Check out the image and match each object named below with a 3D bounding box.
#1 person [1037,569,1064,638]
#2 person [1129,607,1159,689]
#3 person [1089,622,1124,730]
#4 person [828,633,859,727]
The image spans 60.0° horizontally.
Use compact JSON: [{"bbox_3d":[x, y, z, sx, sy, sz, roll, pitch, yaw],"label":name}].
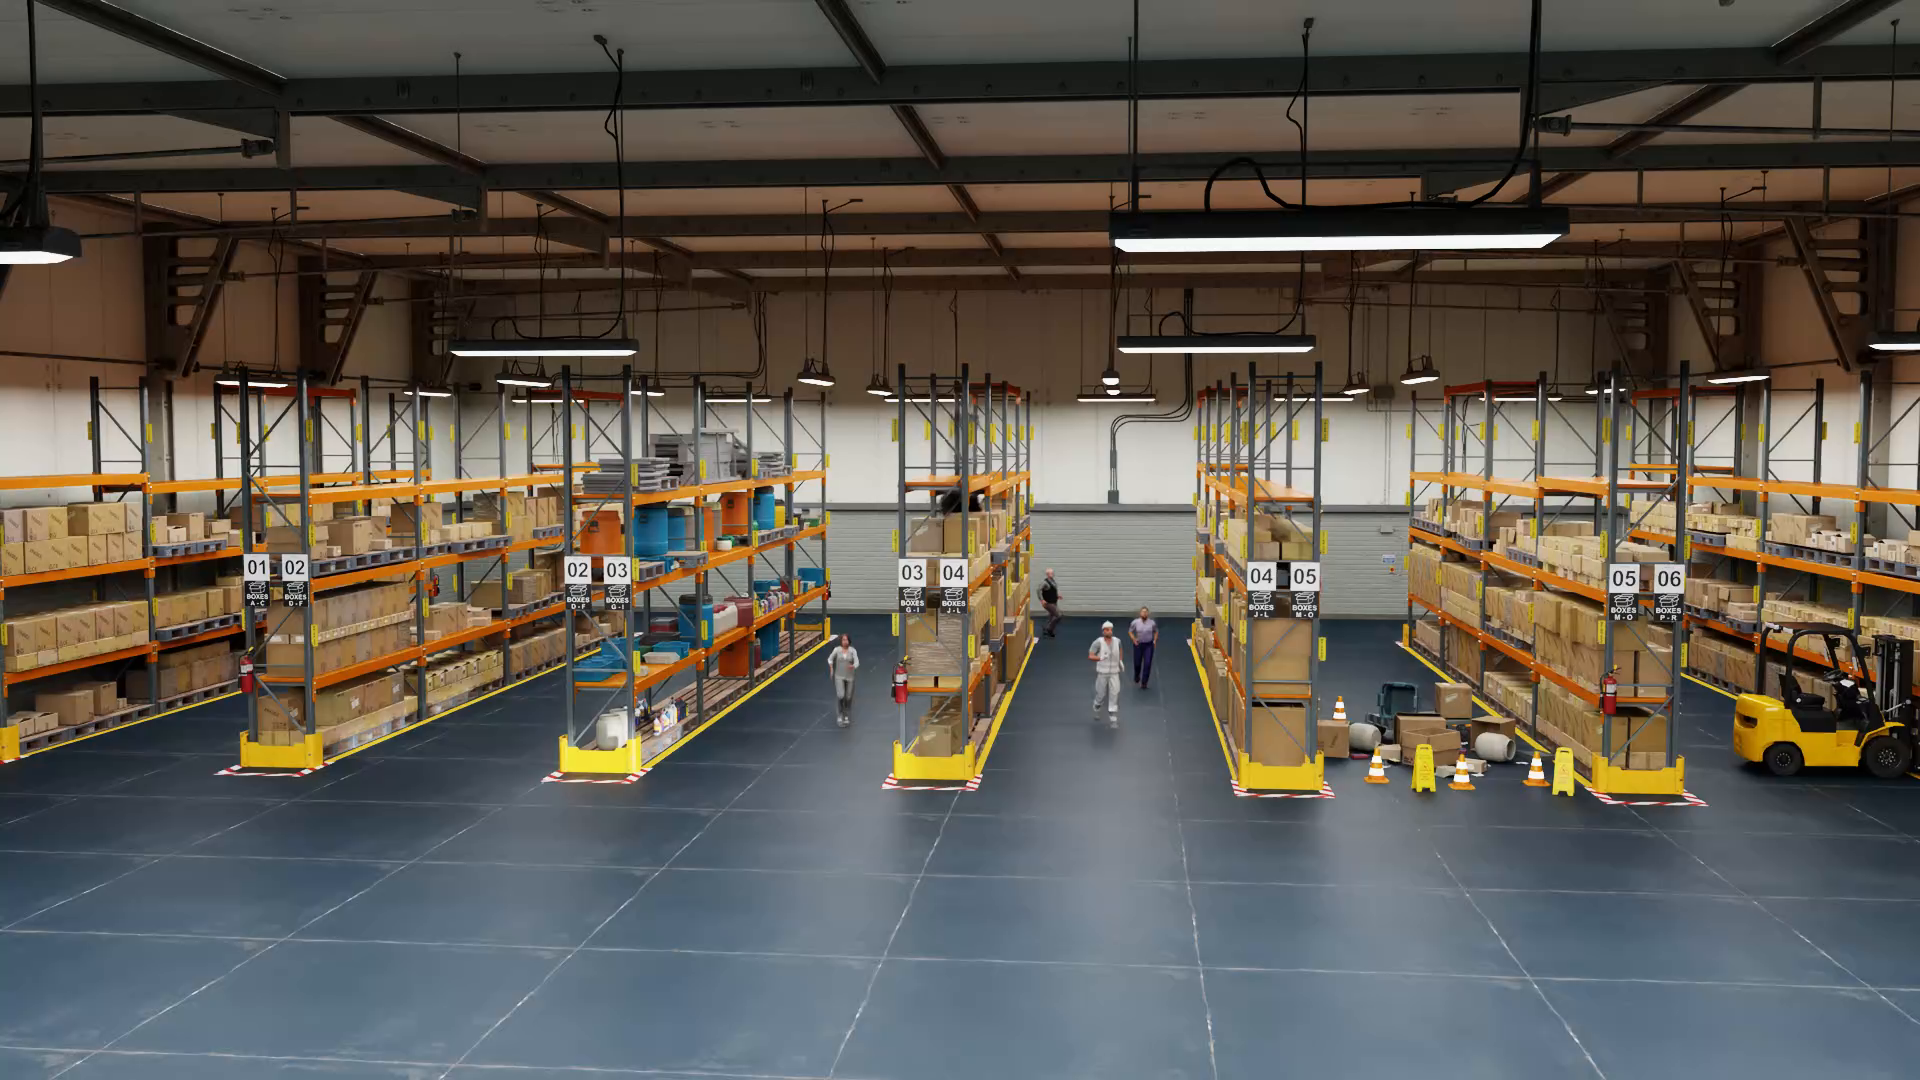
[{"bbox_3d":[2.203,1.556,40.625,0.605,1.696,0.716,2,4,27],"label":"person"},{"bbox_3d":[3.614,2.107,32.672,0.595,1.601,0.560,0,4,1],"label":"person"},{"bbox_3d":[2.487,2.266,28.227,0.672,1.782,0.961,-1,4,-12],"label":"person"},{"bbox_3d":[-1.969,2.385,28.281,0.506,1.592,0.662,-1,4,-10],"label":"person"}]
